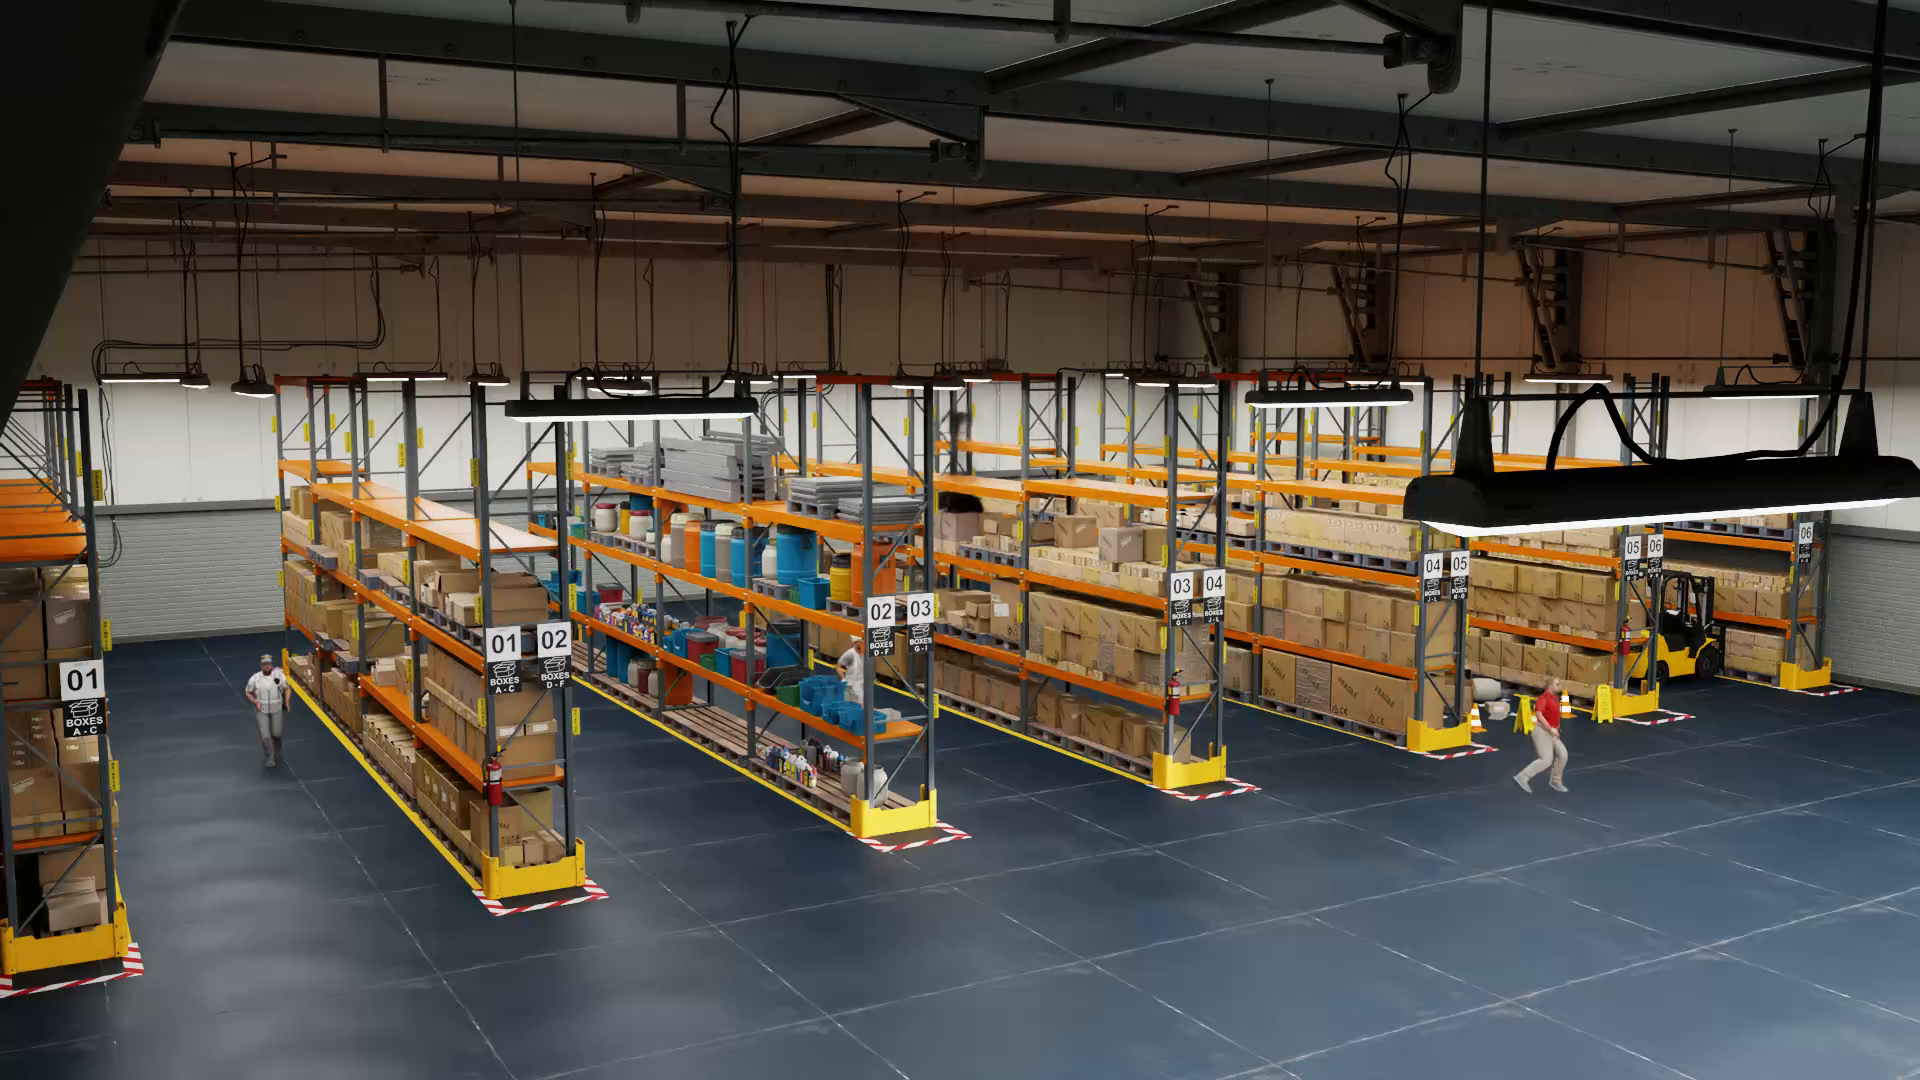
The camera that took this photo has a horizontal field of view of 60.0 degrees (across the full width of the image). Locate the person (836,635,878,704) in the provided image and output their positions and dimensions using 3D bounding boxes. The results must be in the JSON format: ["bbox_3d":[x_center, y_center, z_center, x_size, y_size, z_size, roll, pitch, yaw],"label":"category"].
[{"bbox_3d":[-1.710,2.421,27.857,0.633,1.732,0.670,4,8,35],"label":"person"}]

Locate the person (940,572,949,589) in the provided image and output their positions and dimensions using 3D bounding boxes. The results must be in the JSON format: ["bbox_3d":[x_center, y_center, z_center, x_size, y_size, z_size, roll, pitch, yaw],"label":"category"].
[{"bbox_3d":[-0.450,0.894,41.914,0.699,1.764,0.680,-5,8,-37],"label":"person"}]

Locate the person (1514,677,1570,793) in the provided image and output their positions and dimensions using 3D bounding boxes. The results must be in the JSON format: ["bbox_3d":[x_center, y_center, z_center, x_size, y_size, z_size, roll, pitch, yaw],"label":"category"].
[{"bbox_3d":[8.527,2.866,24.266,0.735,1.737,0.898,3,7,25],"label":"person"}]

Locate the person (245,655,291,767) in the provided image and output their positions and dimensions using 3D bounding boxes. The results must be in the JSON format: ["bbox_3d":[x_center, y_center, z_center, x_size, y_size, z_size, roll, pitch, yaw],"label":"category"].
[{"bbox_3d":[-10.785,2.641,25.952,0.665,1.746,0.578,-3,7,-25],"label":"person"}]
